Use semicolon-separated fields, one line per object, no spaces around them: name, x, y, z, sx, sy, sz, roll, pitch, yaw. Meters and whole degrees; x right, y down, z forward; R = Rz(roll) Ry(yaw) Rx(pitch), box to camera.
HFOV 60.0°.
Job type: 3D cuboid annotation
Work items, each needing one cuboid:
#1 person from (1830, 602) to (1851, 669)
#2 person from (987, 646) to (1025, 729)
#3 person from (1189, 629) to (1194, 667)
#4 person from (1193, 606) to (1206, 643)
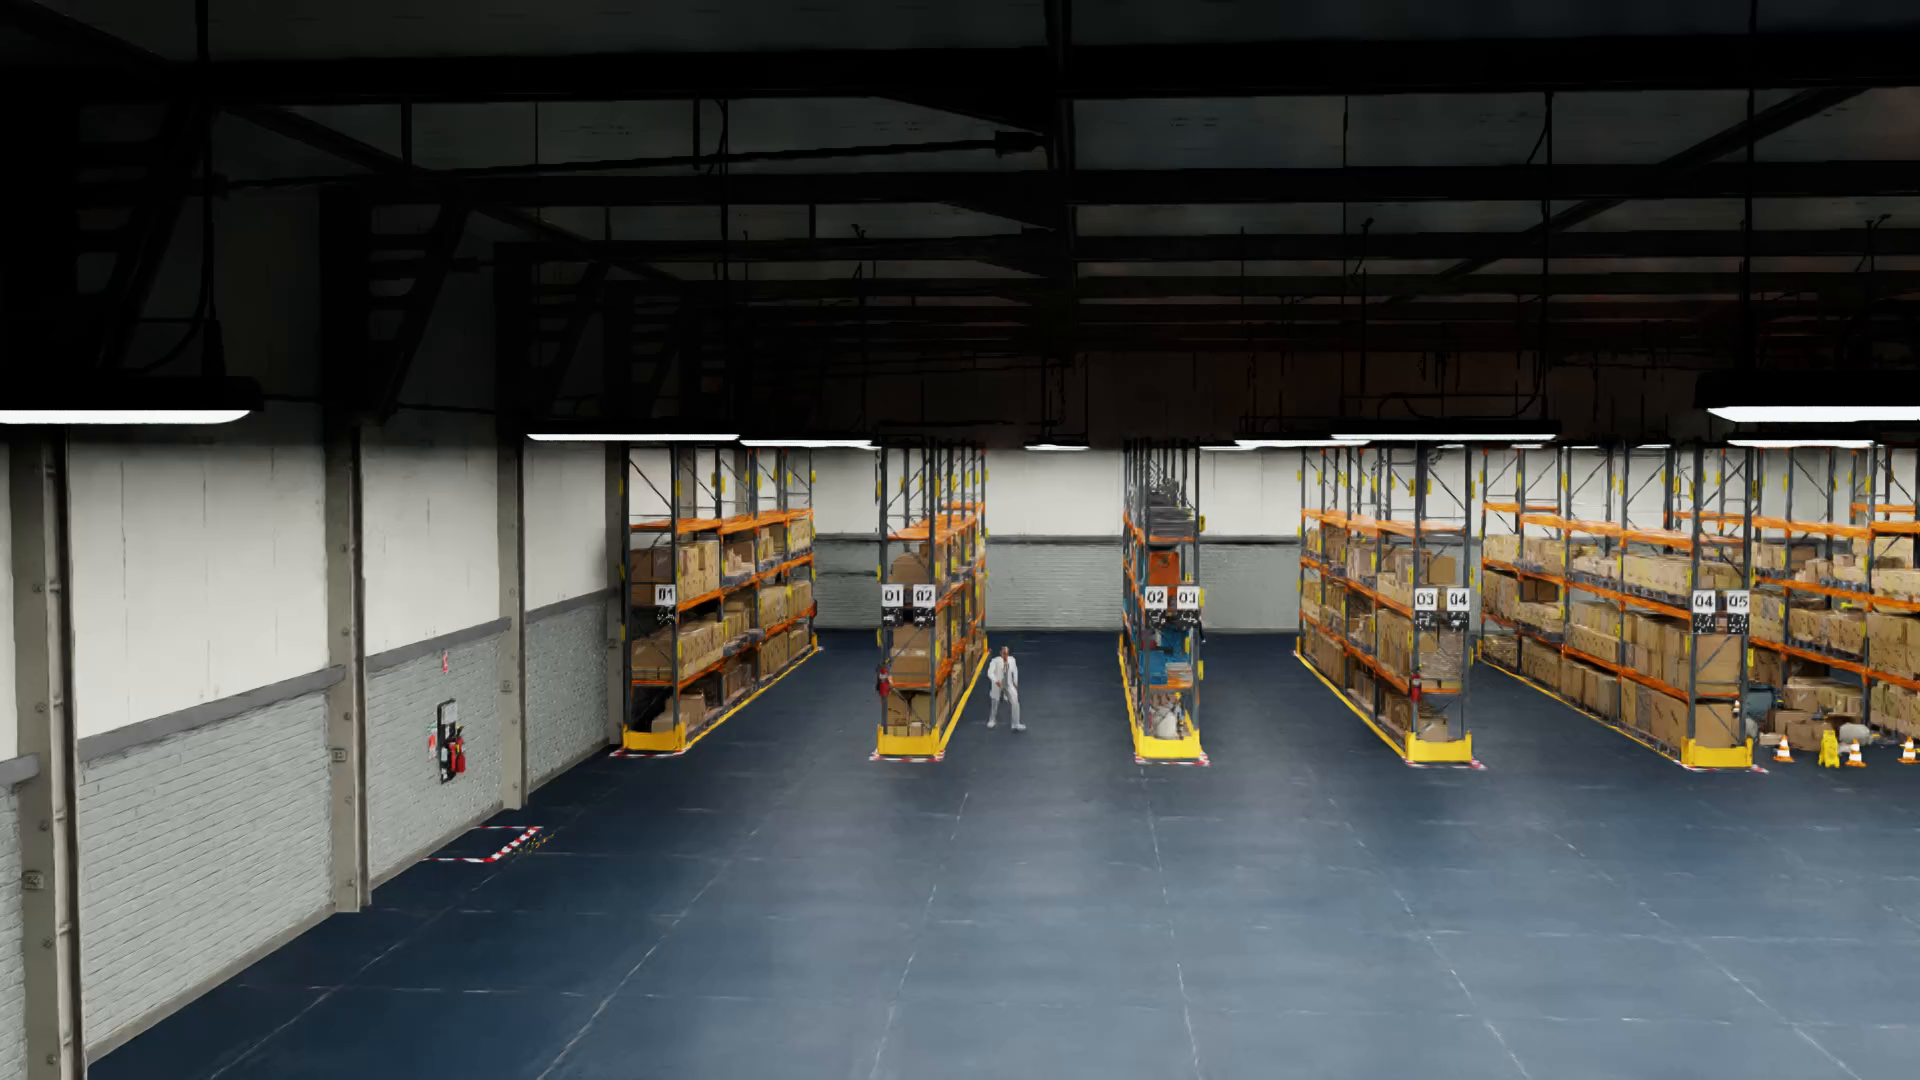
person;23.184;2.509;43.592;0.577;1.767;0.742;1;3;10
person;0.897;3.019;34.305;0.735;1.712;0.903;-1;3;-12
person;5.978;2.561;43.942;0.619;1.612;0.726;-1;3;-25
person;7.057;2.302;49.414;0.469;1.570;0.508;3;4;42
